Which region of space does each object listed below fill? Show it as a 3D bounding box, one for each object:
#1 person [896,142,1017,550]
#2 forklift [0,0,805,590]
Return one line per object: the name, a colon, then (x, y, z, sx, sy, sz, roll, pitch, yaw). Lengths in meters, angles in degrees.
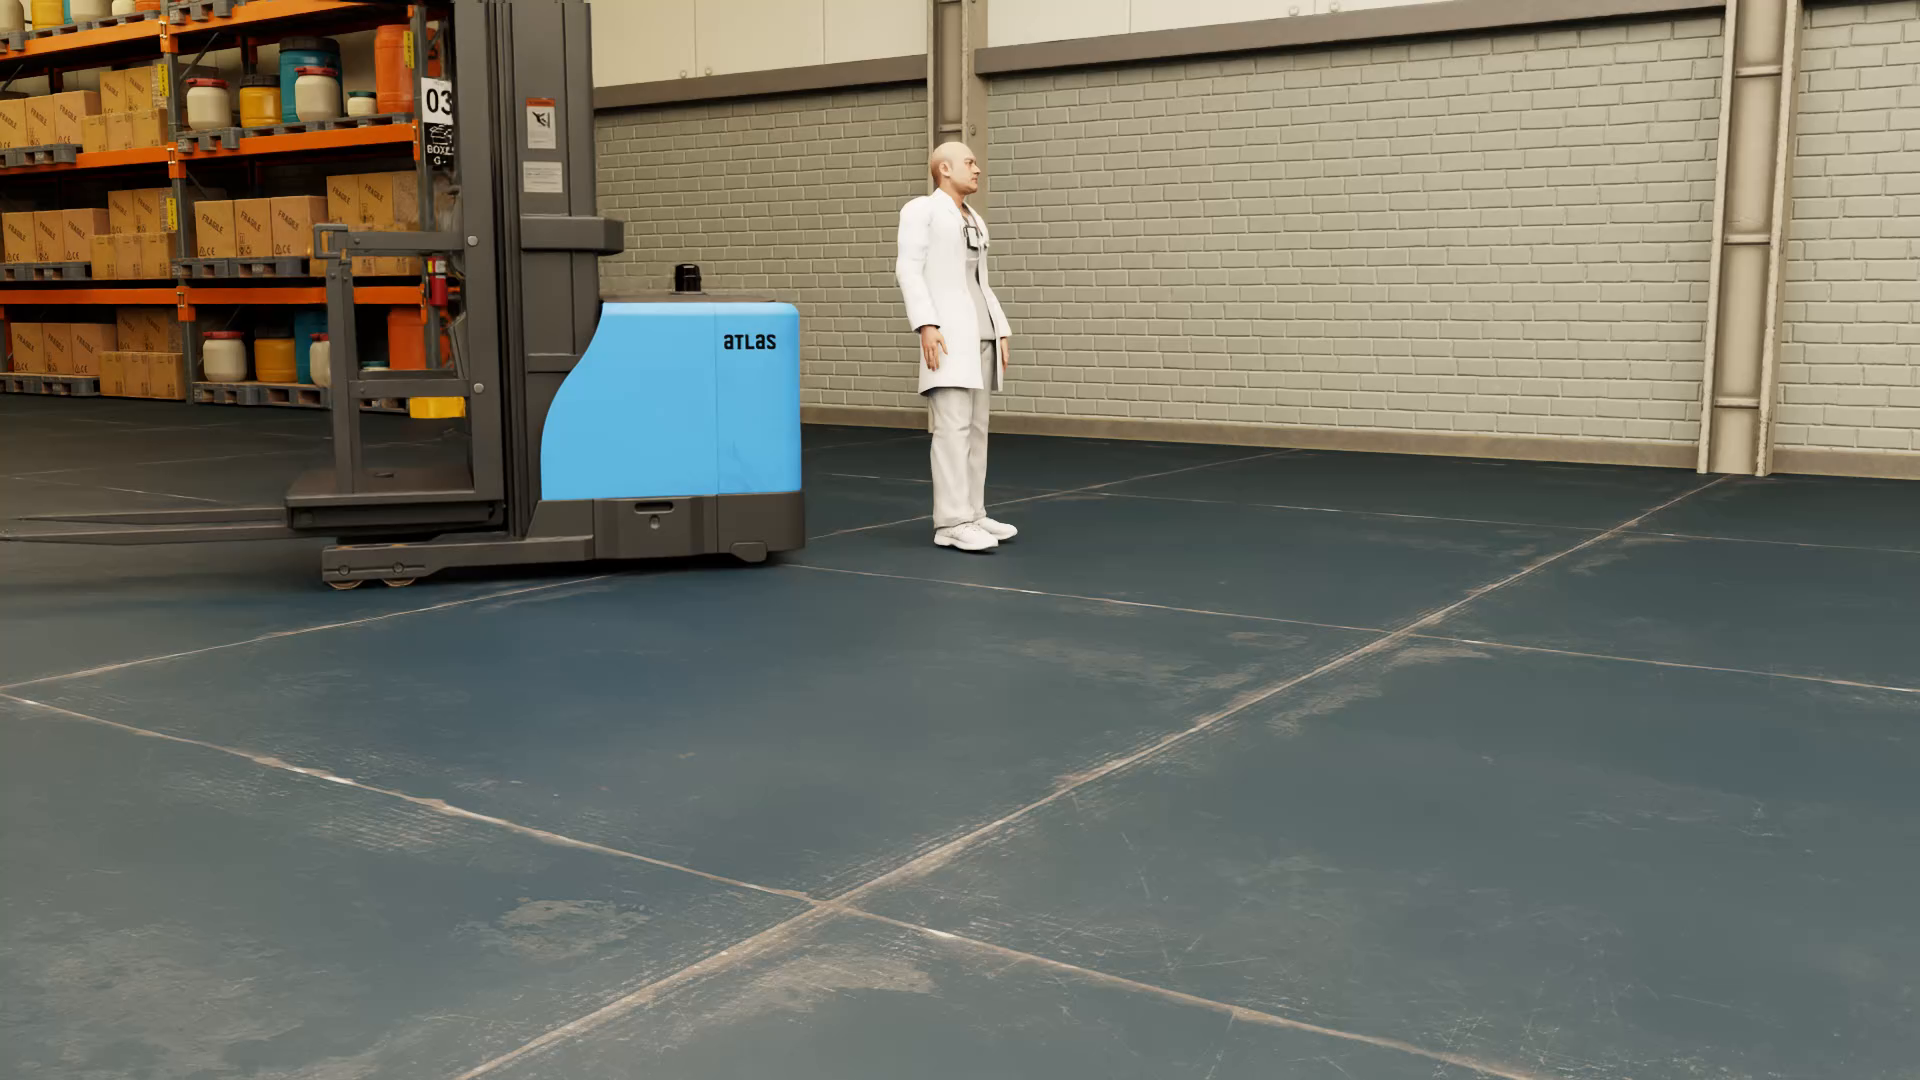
person: (0.073, -0.880, 7.424, 0.580, 1.777, 0.698, 5, 10, 34)
forklift: (-2.216, -1.346, 6.659, 3.031, 2.935, 1.130, -3, 8, -18)
